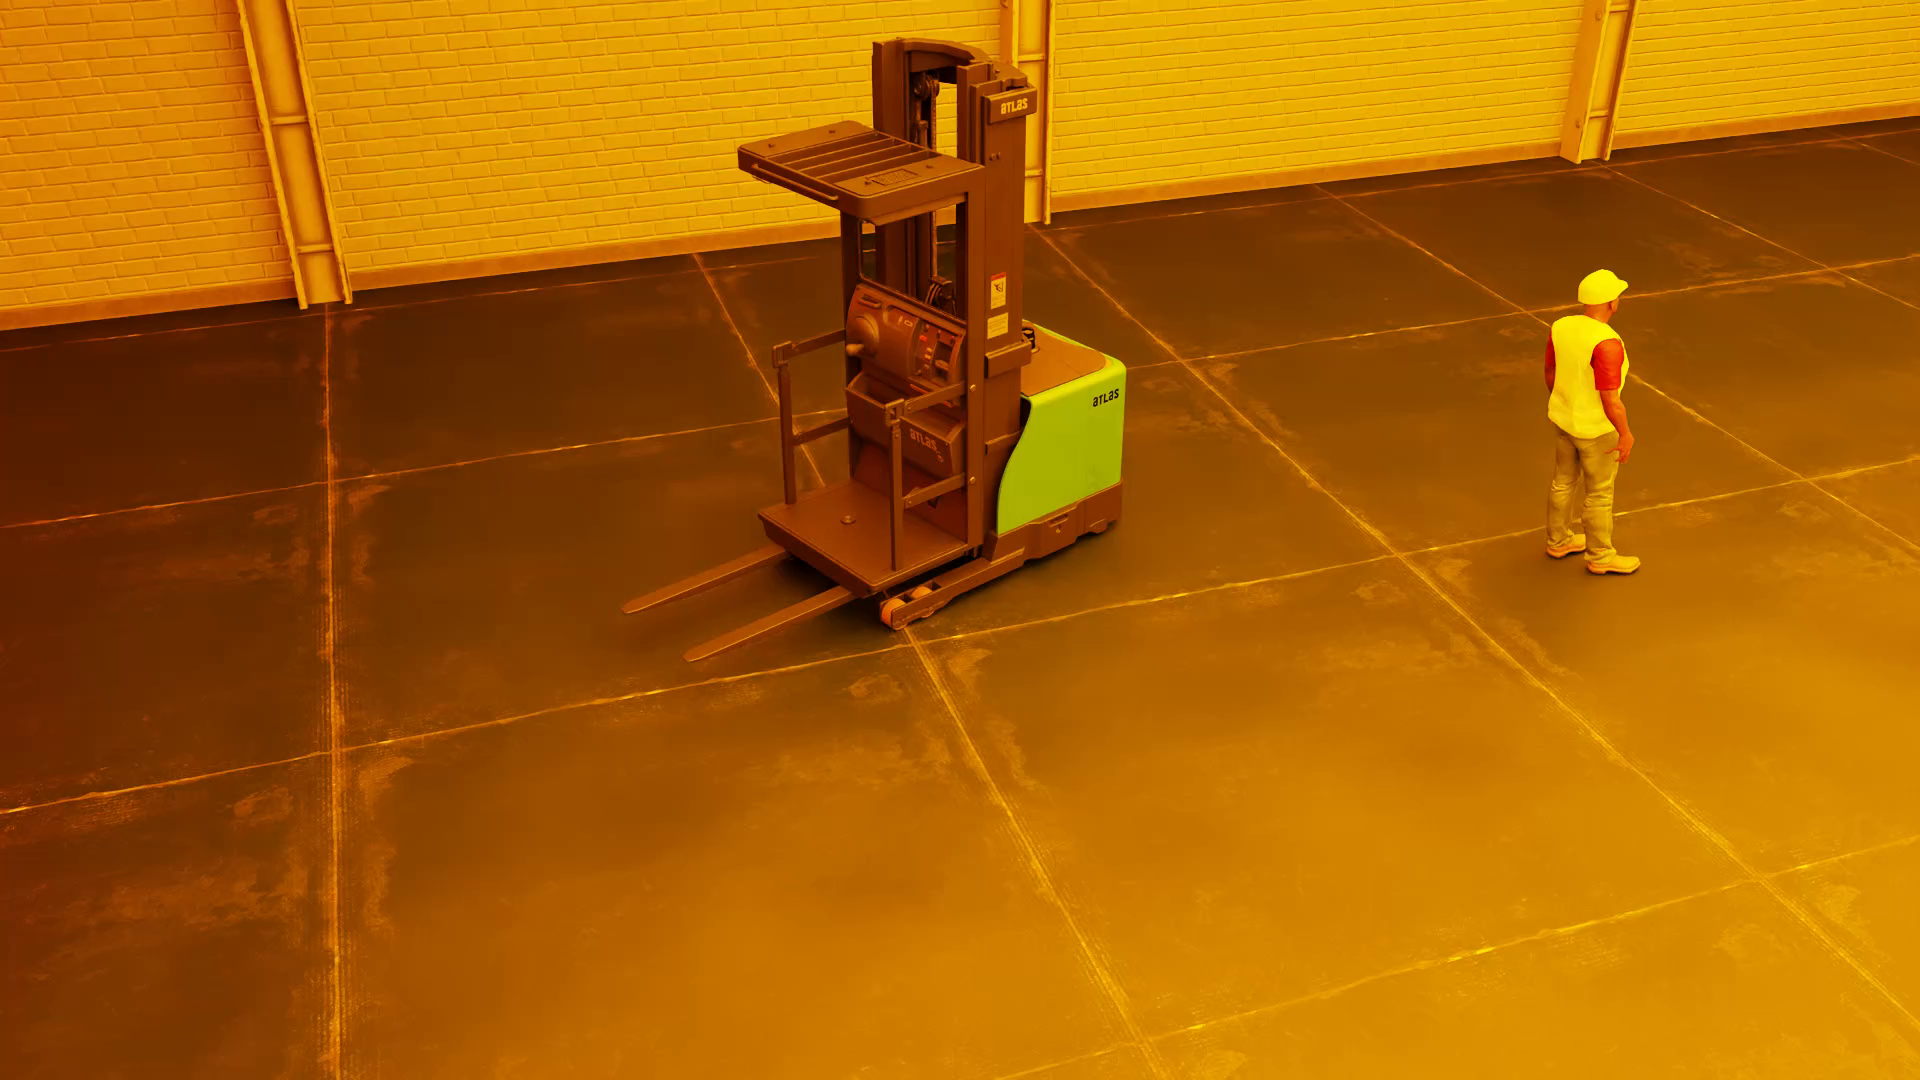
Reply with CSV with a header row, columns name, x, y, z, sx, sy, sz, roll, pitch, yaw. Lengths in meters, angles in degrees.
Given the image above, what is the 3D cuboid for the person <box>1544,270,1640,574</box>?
name,x,y,z,sx,sy,sz,roll,pitch,yaw
person,3.614,-0.688,9.437,0.576,1.765,0.665,-9,31,-16

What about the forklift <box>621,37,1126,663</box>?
name,x,y,z,sx,sy,sz,roll,pitch,yaw
forklift,-0.461,-1.072,8.951,3.031,2.935,1.130,-23,37,-34
